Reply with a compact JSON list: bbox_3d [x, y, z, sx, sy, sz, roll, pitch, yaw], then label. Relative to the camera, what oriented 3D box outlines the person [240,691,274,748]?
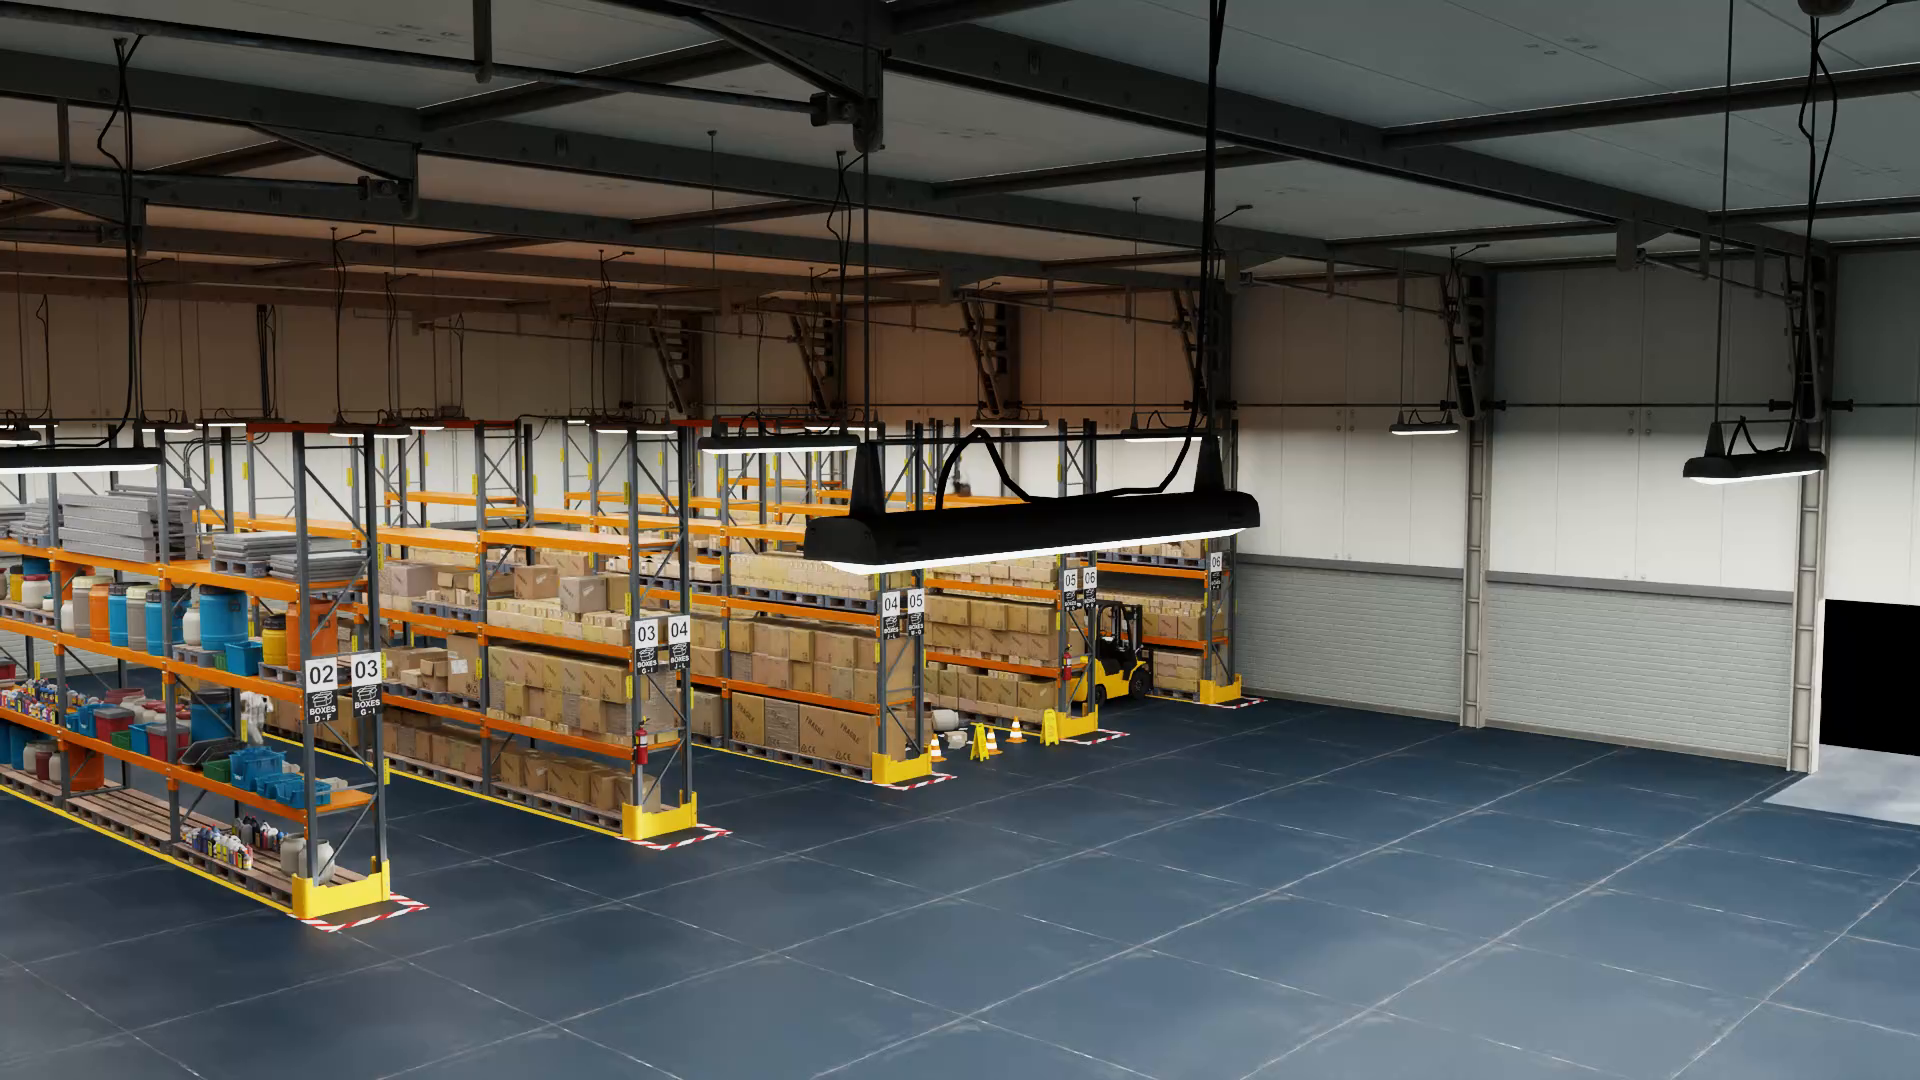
[{"bbox_3d":[-12.098,3.173,28.462,0.827,1.725,0.636,3,6,37],"label":"person"}]
